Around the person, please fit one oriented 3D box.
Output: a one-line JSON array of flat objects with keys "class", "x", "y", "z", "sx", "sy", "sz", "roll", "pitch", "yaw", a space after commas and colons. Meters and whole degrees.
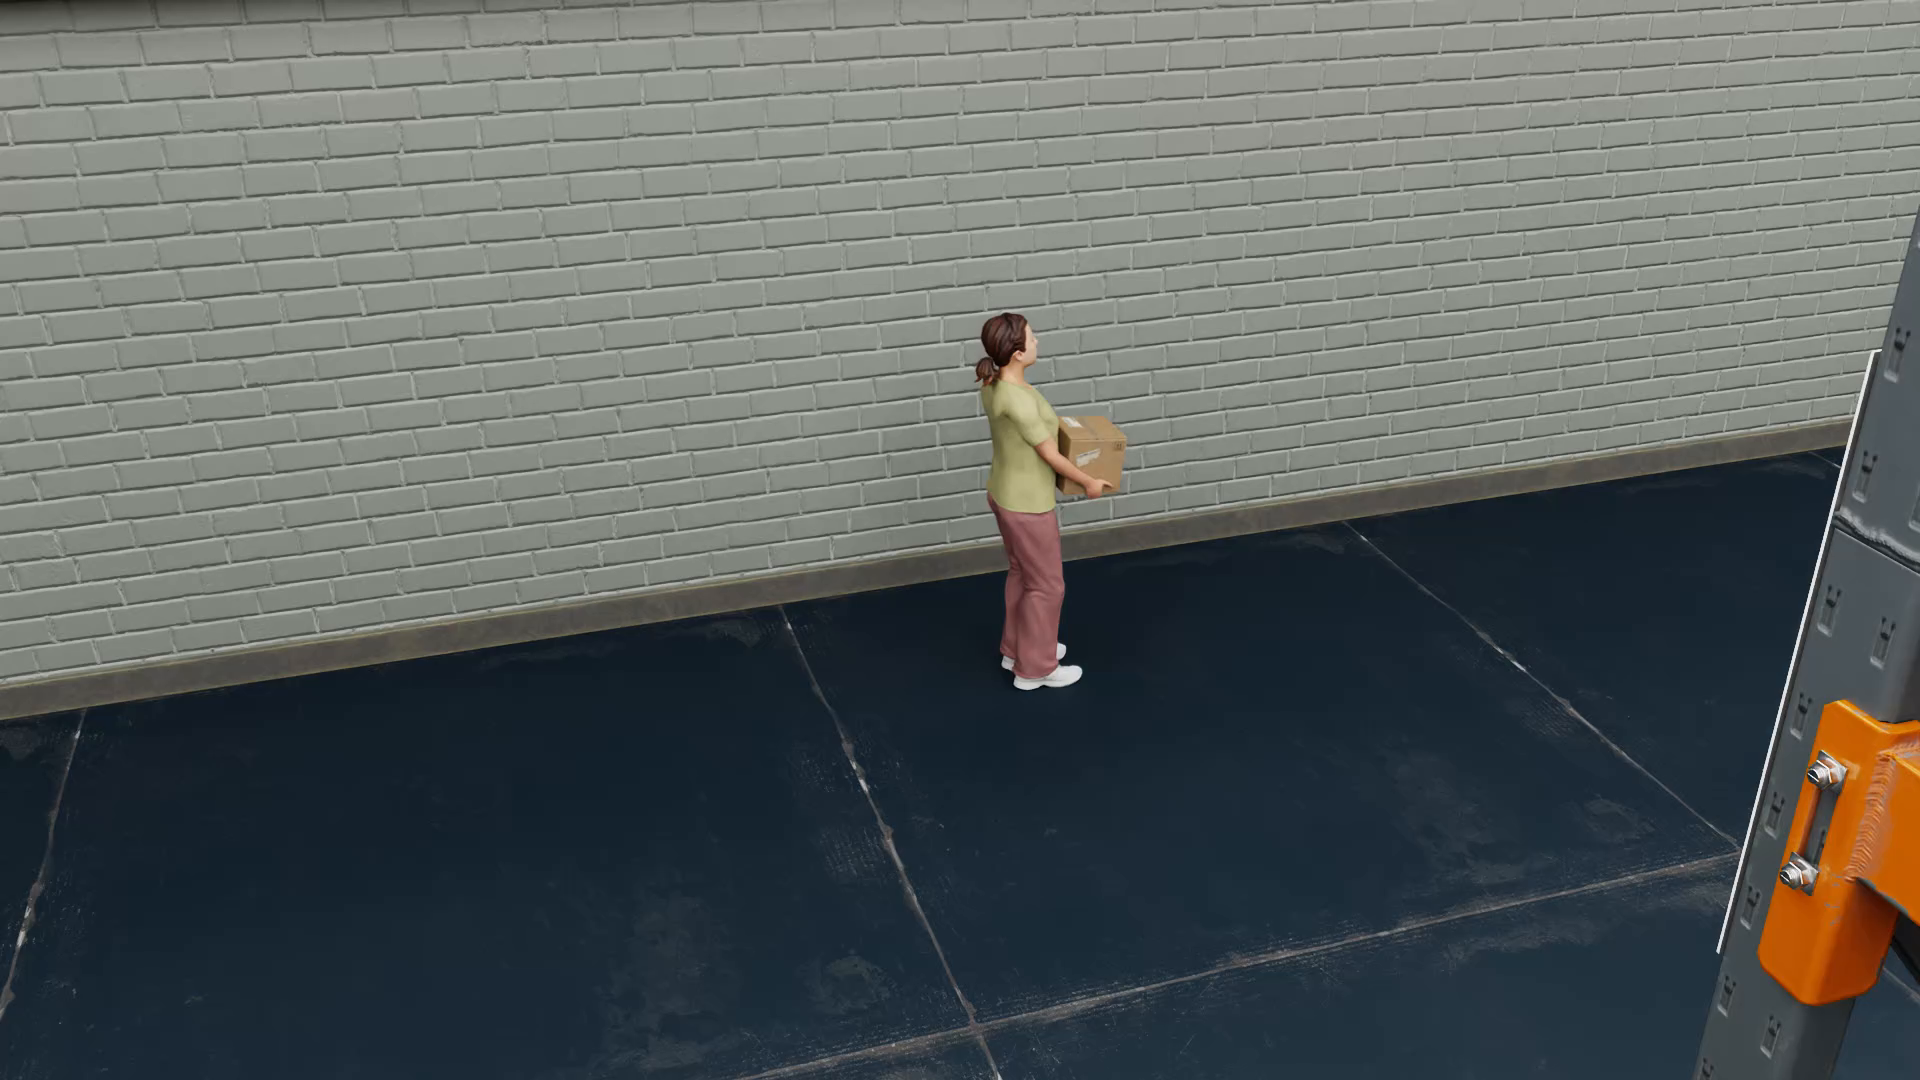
[{"class": "person", "x": 0.324, "y": -0.164, "z": 6.958, "sx": 0.559, "sy": 1.662, "sz": 0.427, "roll": -8, "pitch": 28, "yaw": -16}]
